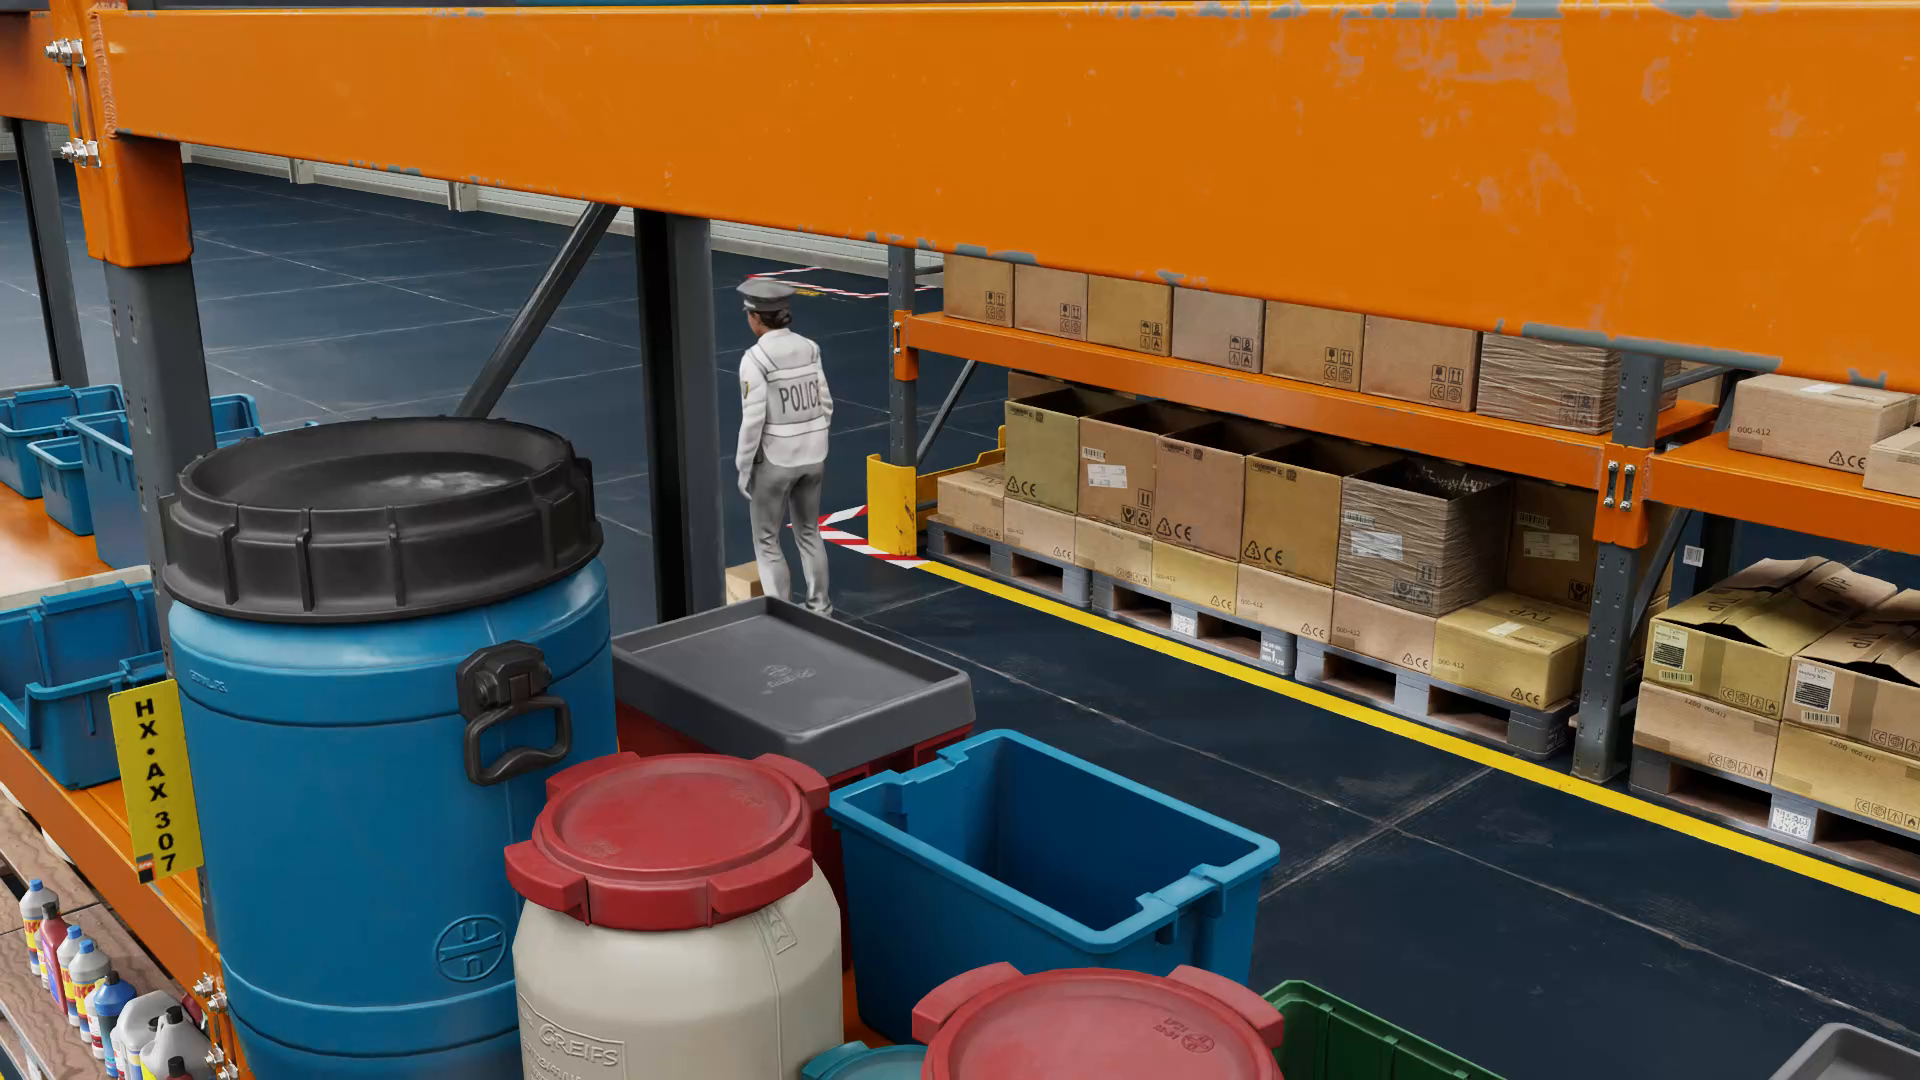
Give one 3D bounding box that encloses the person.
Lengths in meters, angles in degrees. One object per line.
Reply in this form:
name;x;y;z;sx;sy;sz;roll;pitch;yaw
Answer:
person;-0.815;-0.355;7.673;0.373;1.662;0.524;16;24;42
